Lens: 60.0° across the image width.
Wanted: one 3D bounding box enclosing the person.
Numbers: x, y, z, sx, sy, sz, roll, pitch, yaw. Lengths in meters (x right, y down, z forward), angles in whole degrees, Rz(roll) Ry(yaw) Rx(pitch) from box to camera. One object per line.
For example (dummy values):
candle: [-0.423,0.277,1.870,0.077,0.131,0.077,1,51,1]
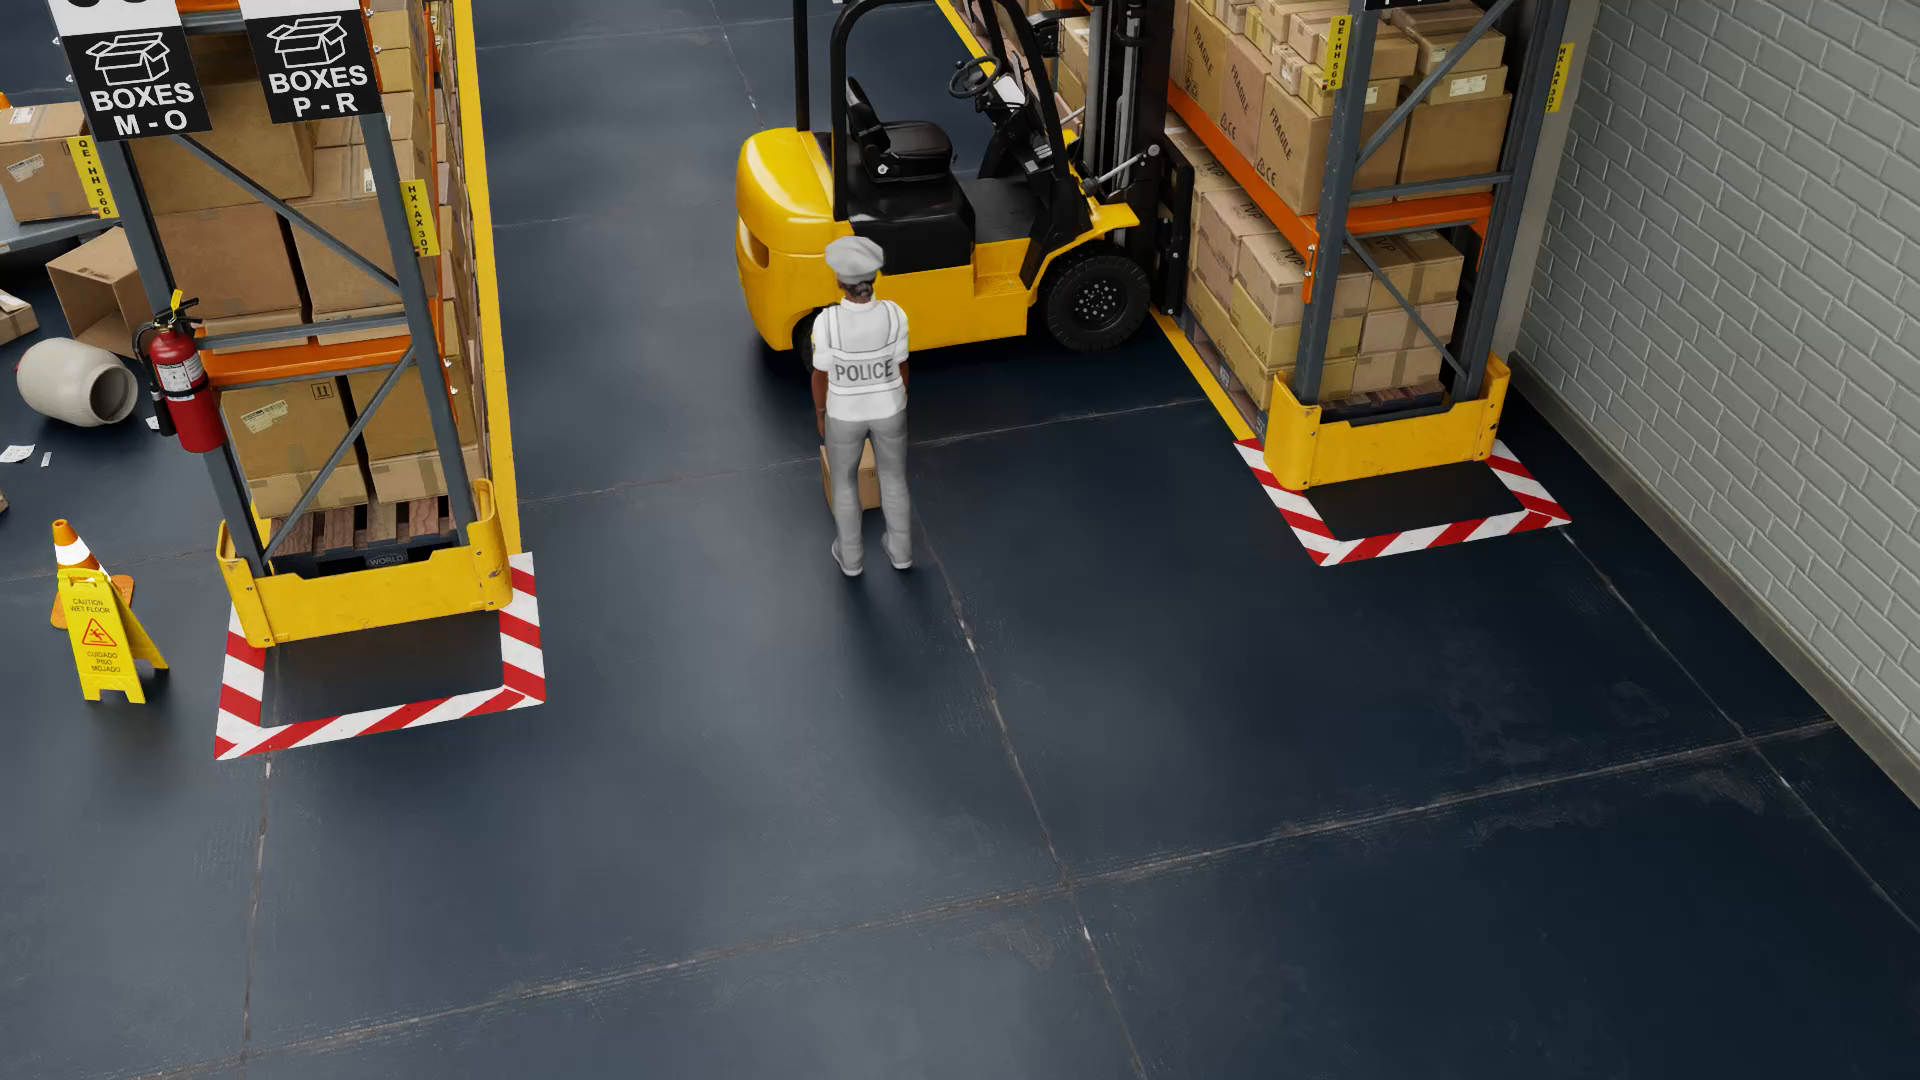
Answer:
person: [-0.442,-0.568,7.439,0.438,1.673,0.341,-9,39,-11]
